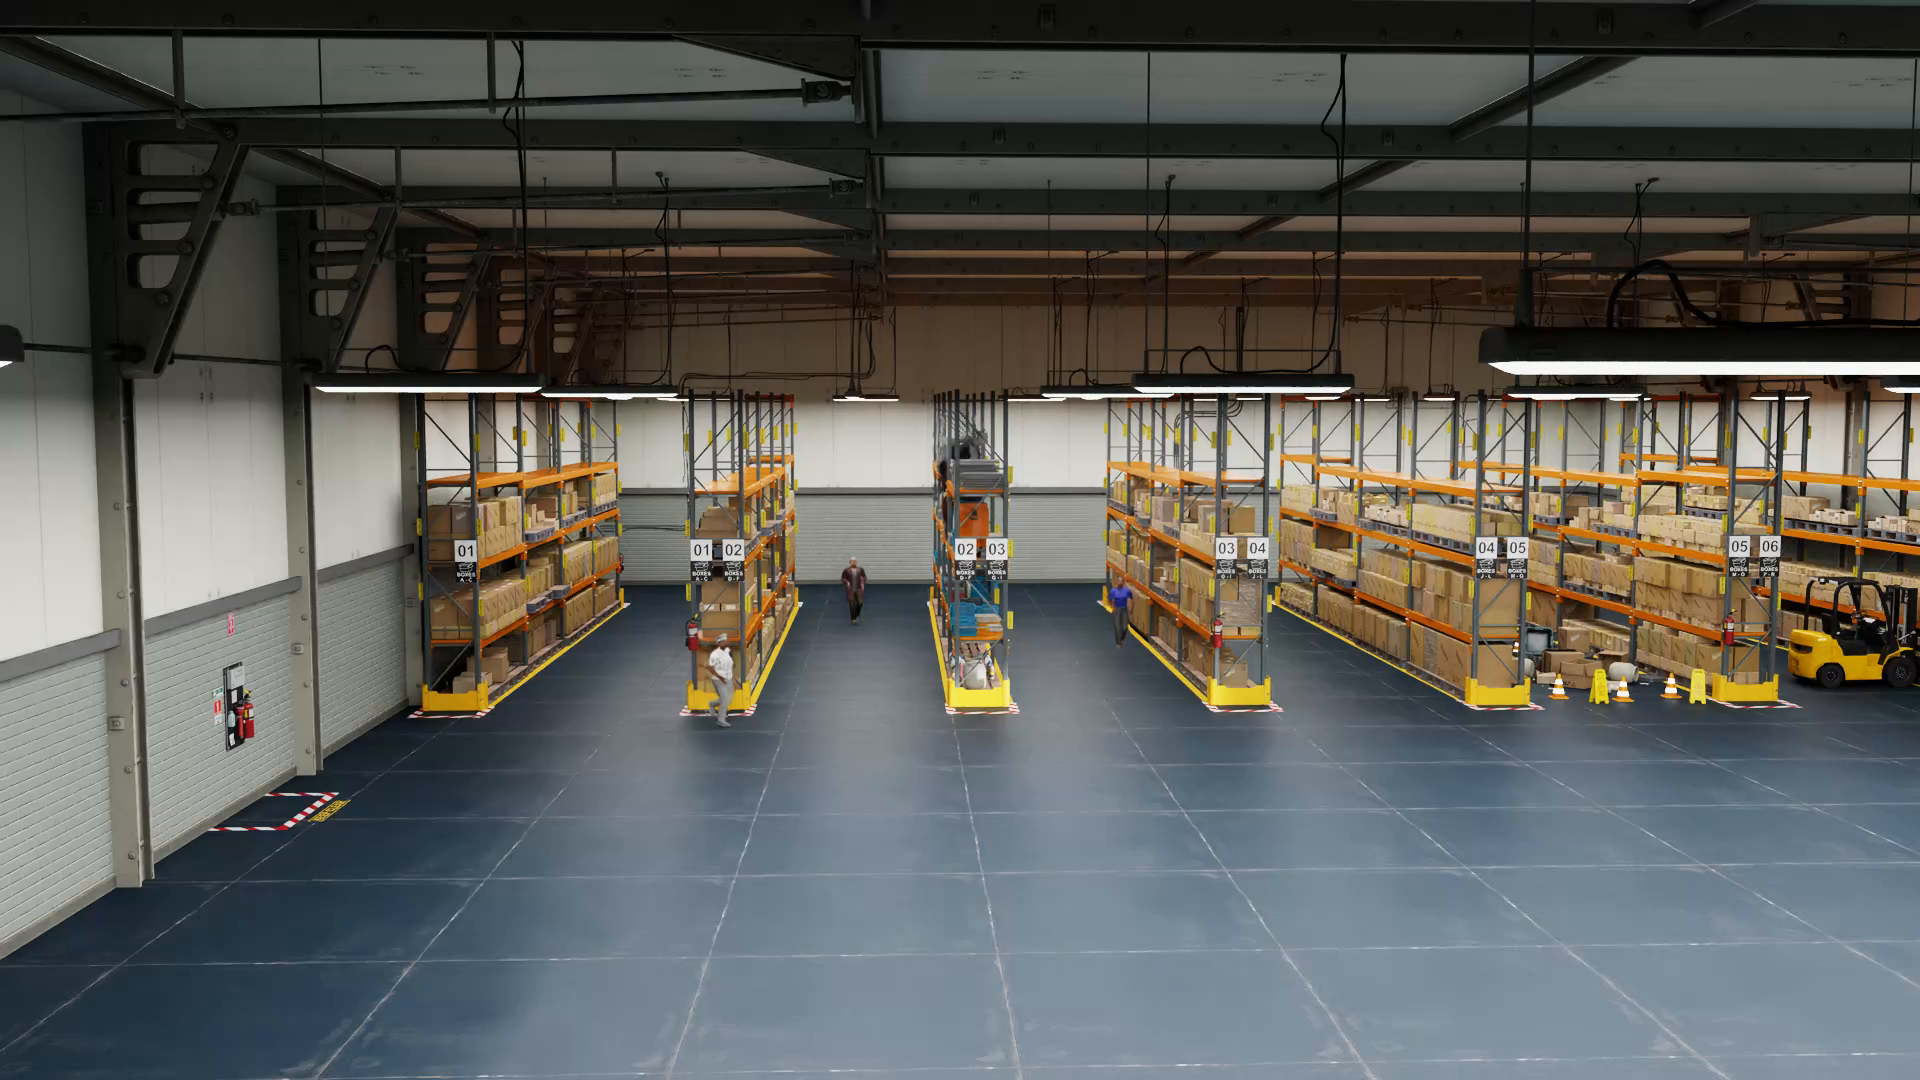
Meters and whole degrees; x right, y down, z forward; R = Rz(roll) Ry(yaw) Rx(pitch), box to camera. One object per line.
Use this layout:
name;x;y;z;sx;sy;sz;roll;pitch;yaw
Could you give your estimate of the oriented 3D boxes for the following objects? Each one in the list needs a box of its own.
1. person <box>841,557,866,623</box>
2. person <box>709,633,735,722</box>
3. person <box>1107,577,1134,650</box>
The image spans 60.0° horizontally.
person;-2.743;1.319;43.224;0.682;1.735;0.654;-1;5;-10
person;-4.249;2.447;29.656;0.560;1.596;0.593;3;6;37
person;3.576;1.629;36.898;0.608;1.617;0.537;0;5;-1
